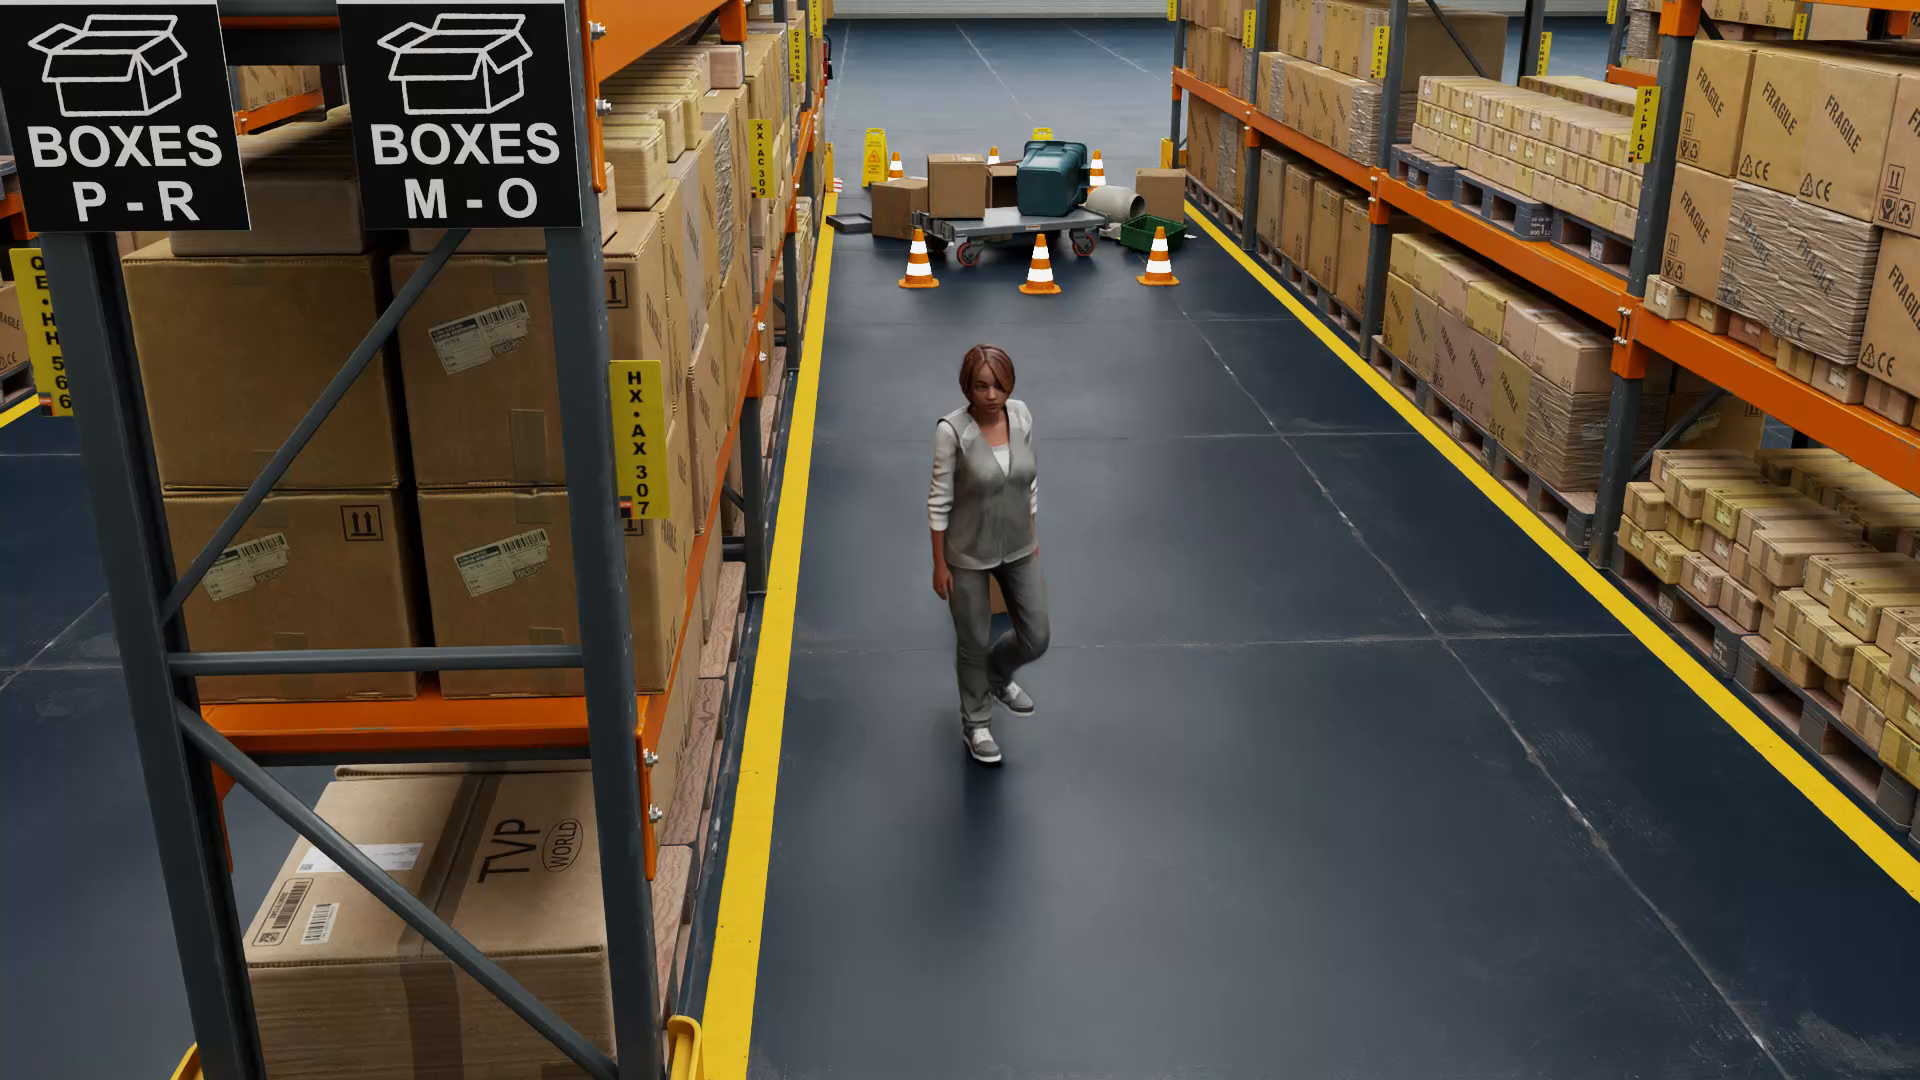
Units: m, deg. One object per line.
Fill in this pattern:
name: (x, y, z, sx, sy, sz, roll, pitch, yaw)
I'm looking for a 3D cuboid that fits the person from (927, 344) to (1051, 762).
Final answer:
person: (0.090, 0.045, 5.948, 0.471, 1.588, 0.449, -8, 22, -21)
